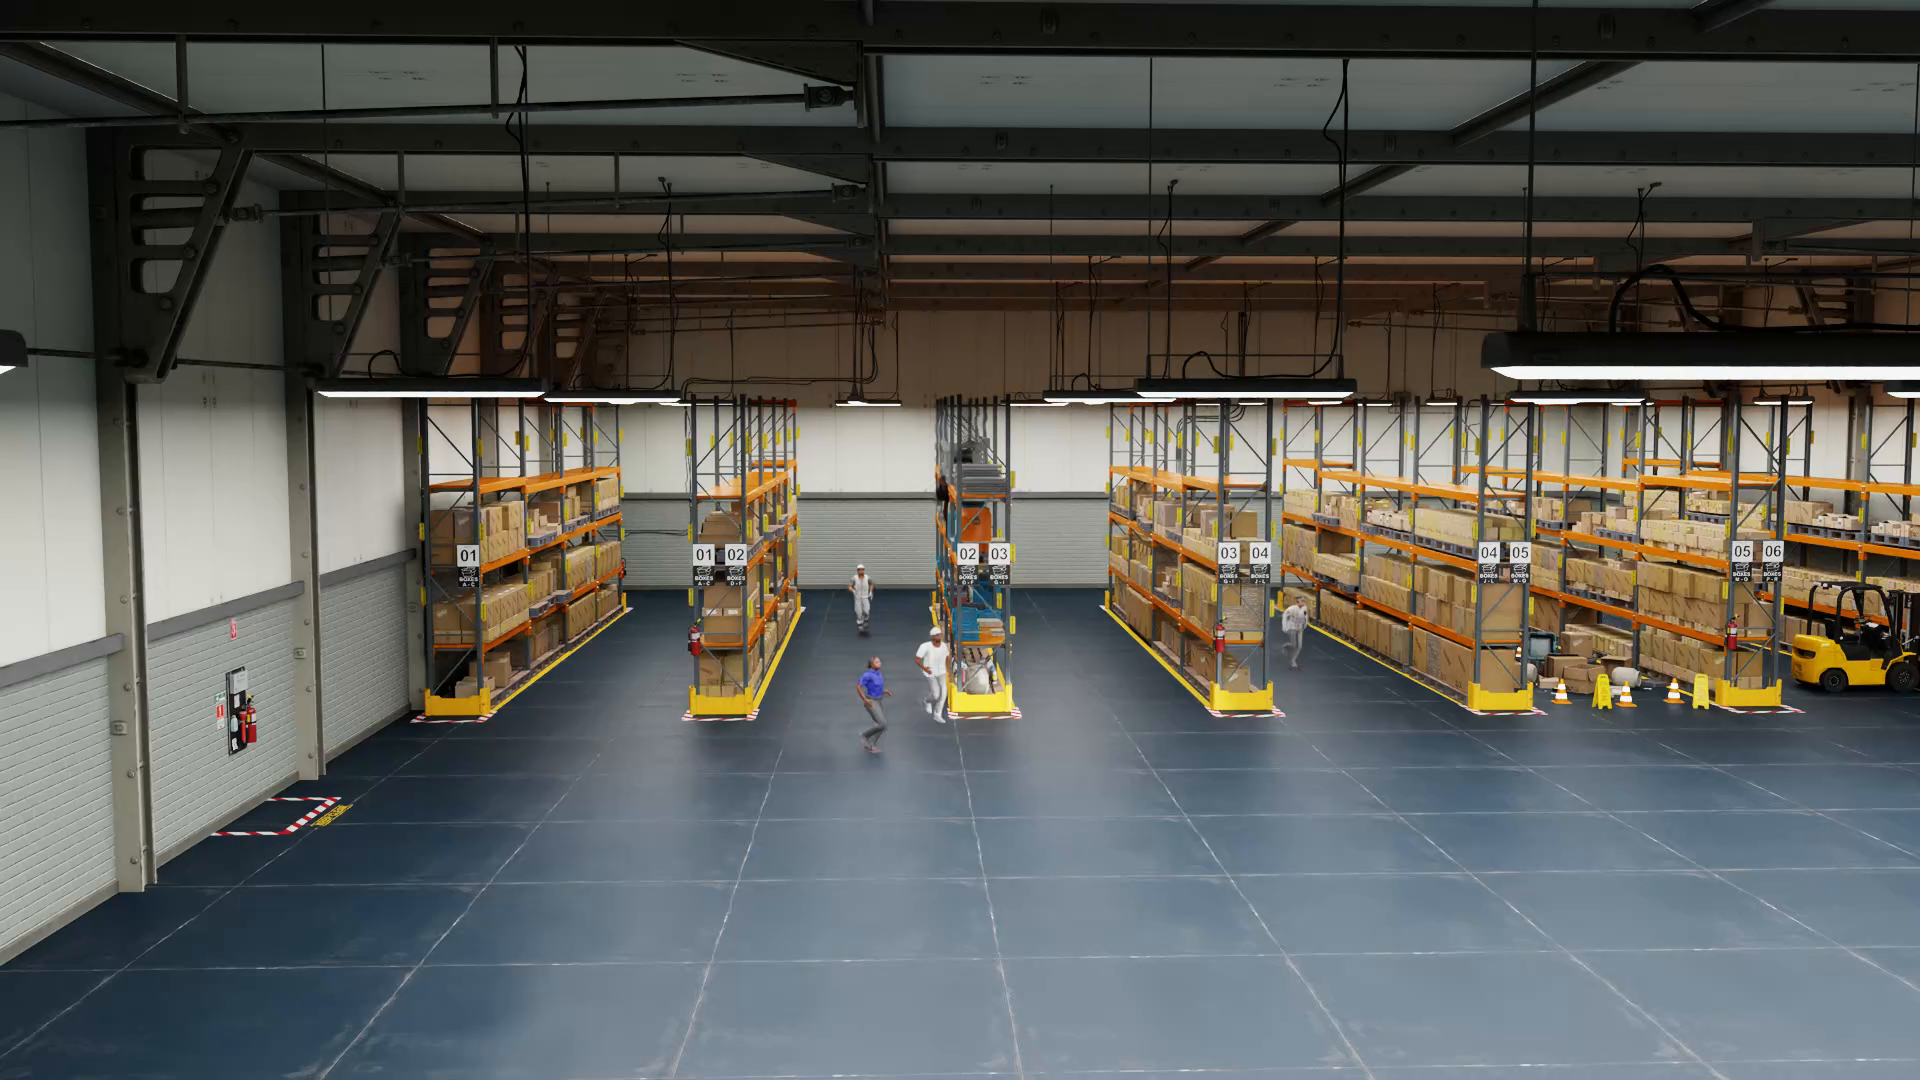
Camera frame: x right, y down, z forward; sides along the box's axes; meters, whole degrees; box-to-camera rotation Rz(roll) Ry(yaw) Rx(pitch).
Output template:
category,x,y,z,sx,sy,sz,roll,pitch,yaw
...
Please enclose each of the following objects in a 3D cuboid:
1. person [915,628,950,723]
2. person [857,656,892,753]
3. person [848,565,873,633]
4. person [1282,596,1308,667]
category,x,y,z,sx,sy,sz,roll,pitch,yaw
person,-0.469,2.465,30.559,0.737,1.735,0.606,-3,5,-29
person,-1.390,2.740,27.628,0.500,1.613,0.636,2,5,27
person,-2.519,1.505,42.370,0.648,1.759,0.640,-1,5,-7
person,7.475,2.015,37.191,0.611,1.623,0.738,-2,5,-25
